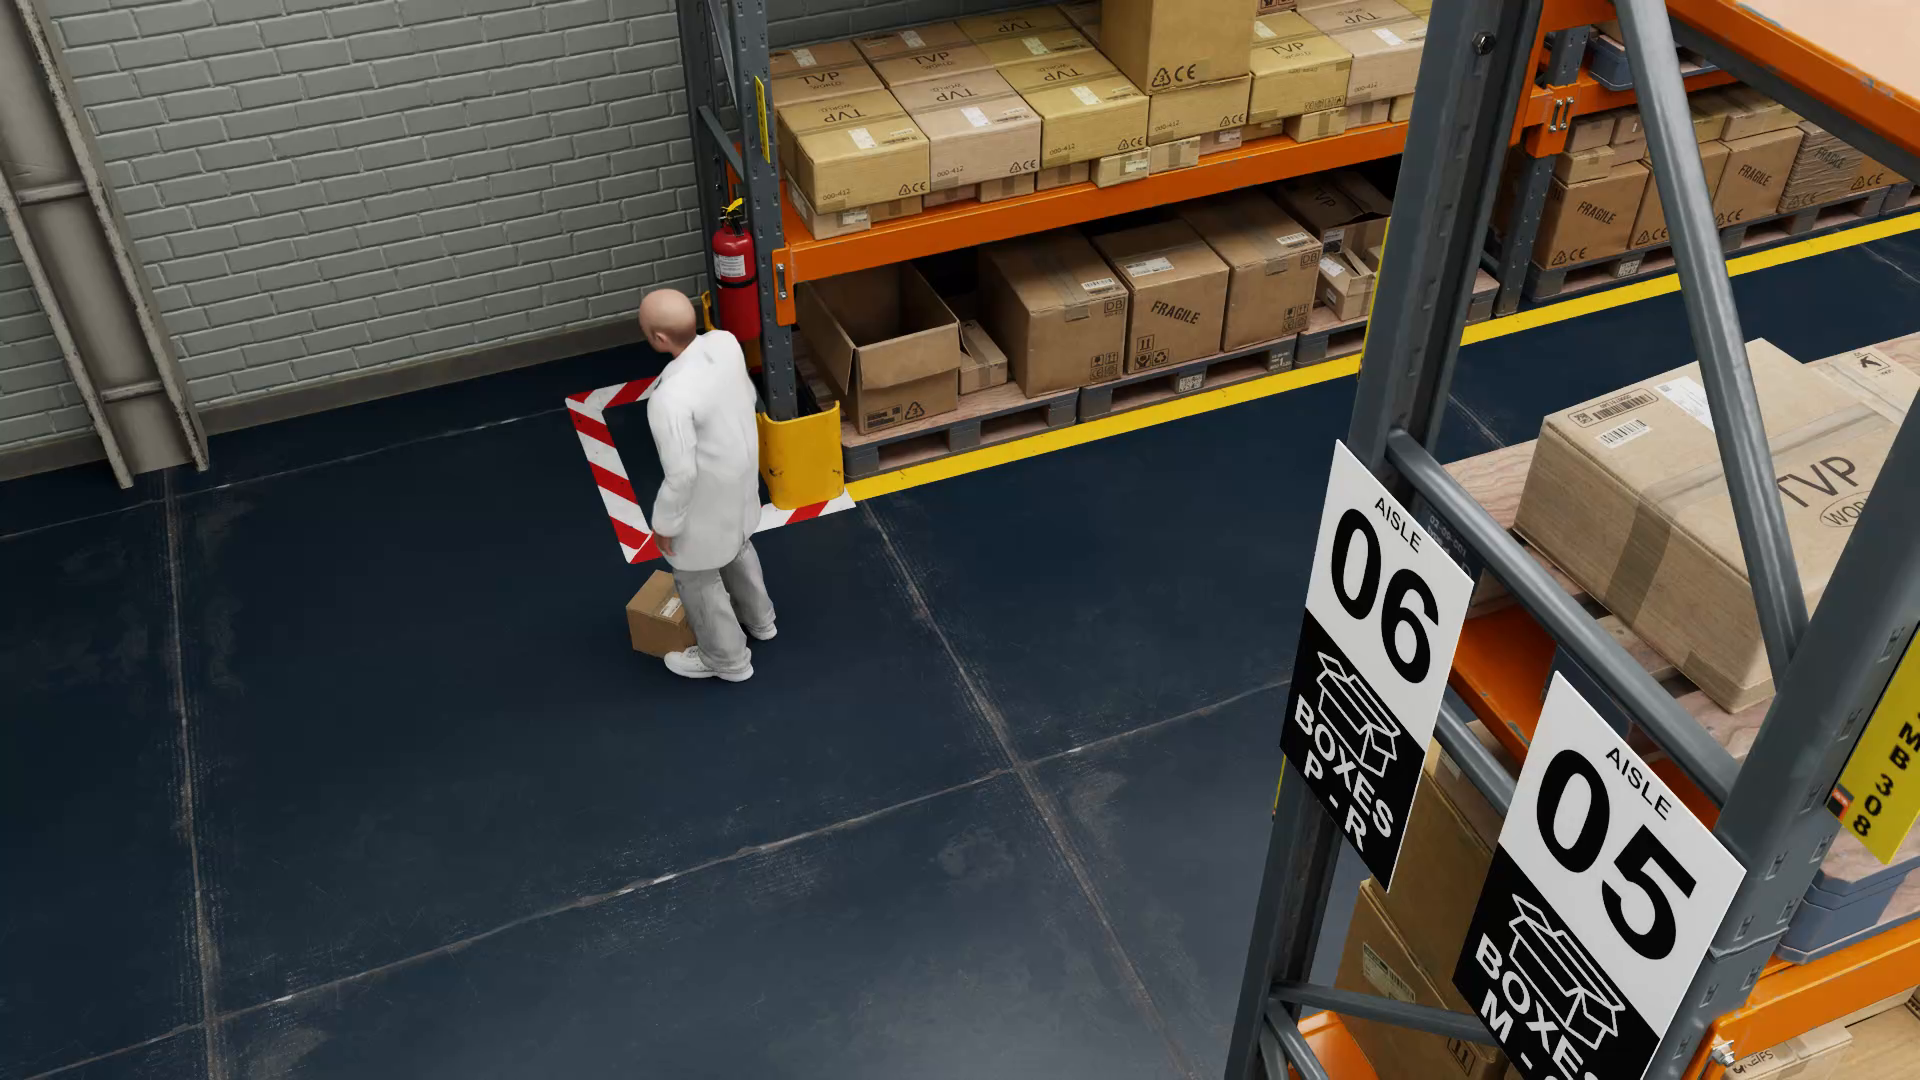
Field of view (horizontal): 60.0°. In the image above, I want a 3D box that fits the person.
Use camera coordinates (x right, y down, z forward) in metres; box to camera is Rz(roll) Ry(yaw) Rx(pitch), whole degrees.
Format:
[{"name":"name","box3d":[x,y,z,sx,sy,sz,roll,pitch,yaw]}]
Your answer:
[{"name":"person","box3d":[-0.980,-0.198,6.396,0.421,1.774,0.642,15,43,16]}]
